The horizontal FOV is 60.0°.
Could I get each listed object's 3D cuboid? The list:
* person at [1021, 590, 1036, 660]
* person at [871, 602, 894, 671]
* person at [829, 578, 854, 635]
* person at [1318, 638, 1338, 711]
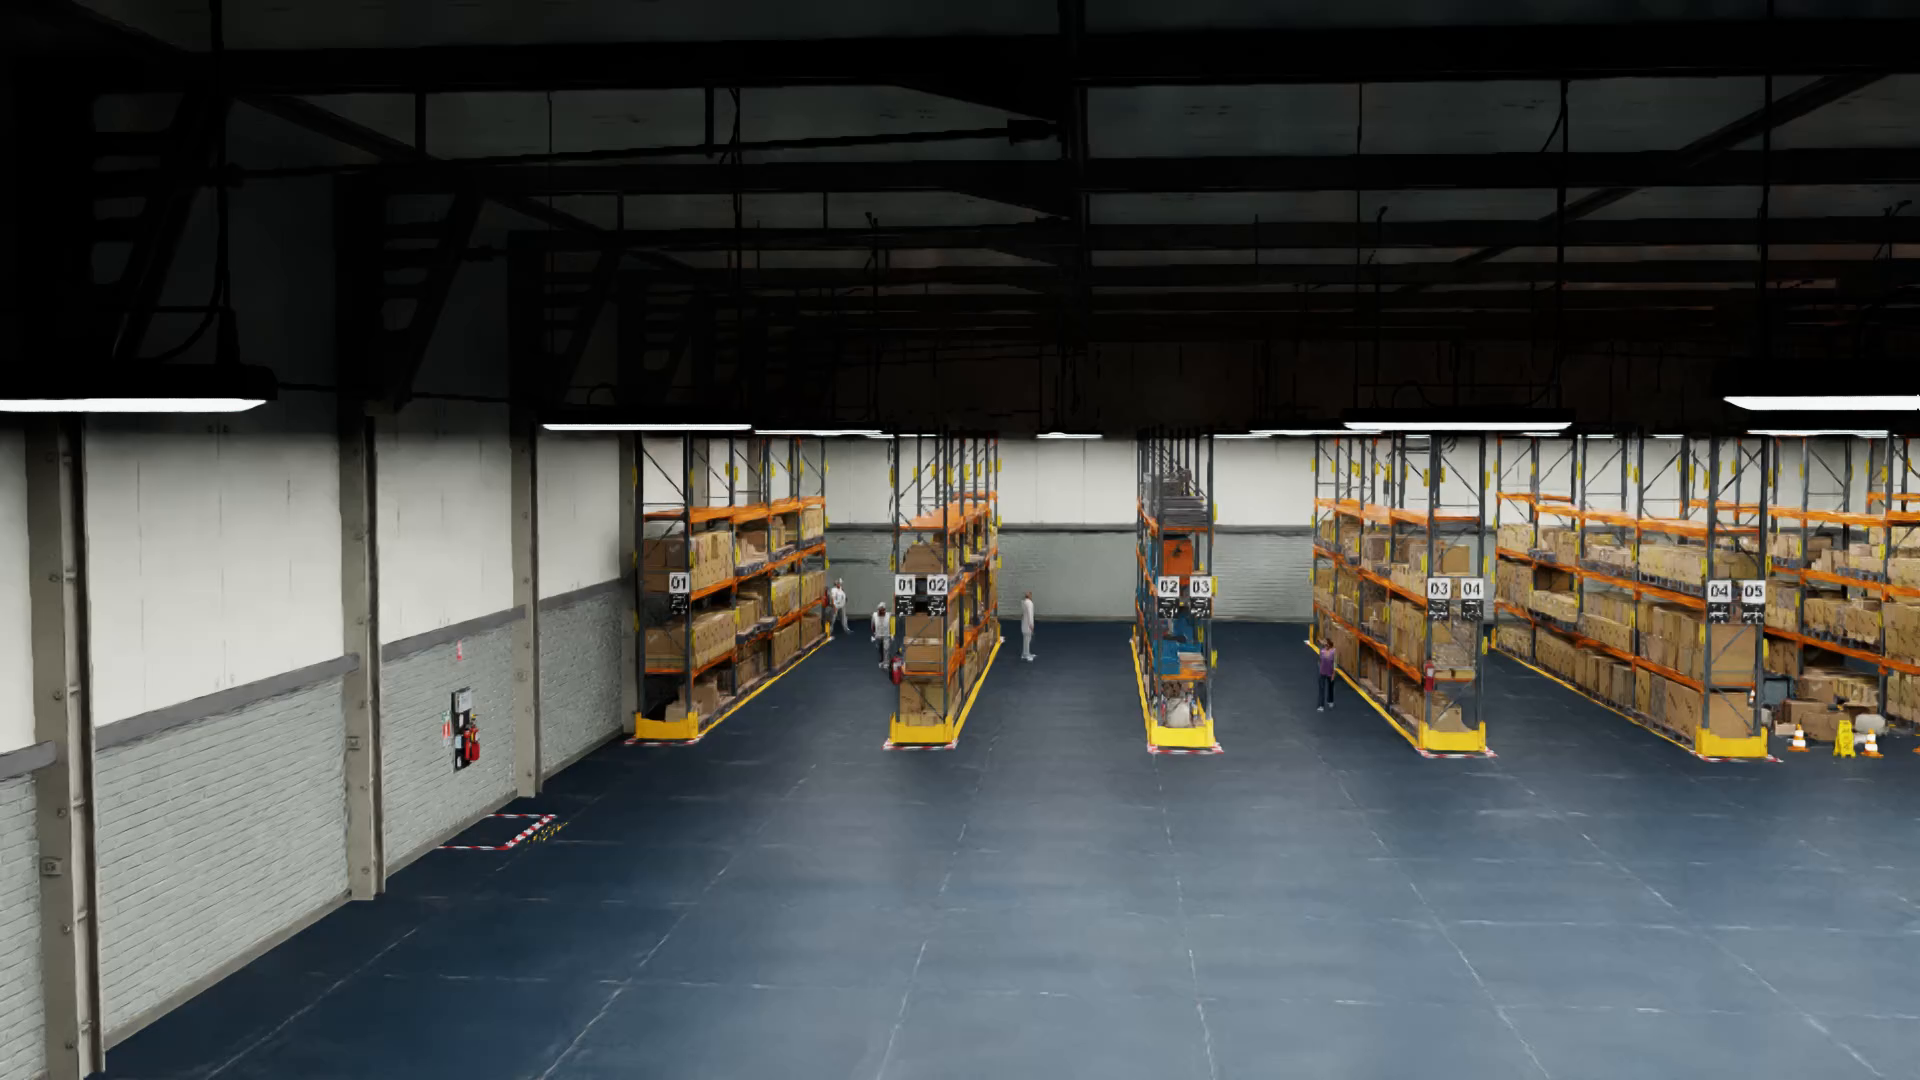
[{"bbox_3d":[1.803,2.207,43.433,0.421,1.790,0.657,-1,3,-9],"label":"person"},{"bbox_3d":[-1.941,2.375,41.298,0.566,1.706,1.122,0,3,7],"label":"person"},{"bbox_3d":[-3.563,1.946,48.985,0.559,1.656,0.733,3,4,40],"label":"person"},{"bbox_3d":[7.783,2.823,35.201,0.410,1.529,0.957,1,4,14],"label":"person"}]
